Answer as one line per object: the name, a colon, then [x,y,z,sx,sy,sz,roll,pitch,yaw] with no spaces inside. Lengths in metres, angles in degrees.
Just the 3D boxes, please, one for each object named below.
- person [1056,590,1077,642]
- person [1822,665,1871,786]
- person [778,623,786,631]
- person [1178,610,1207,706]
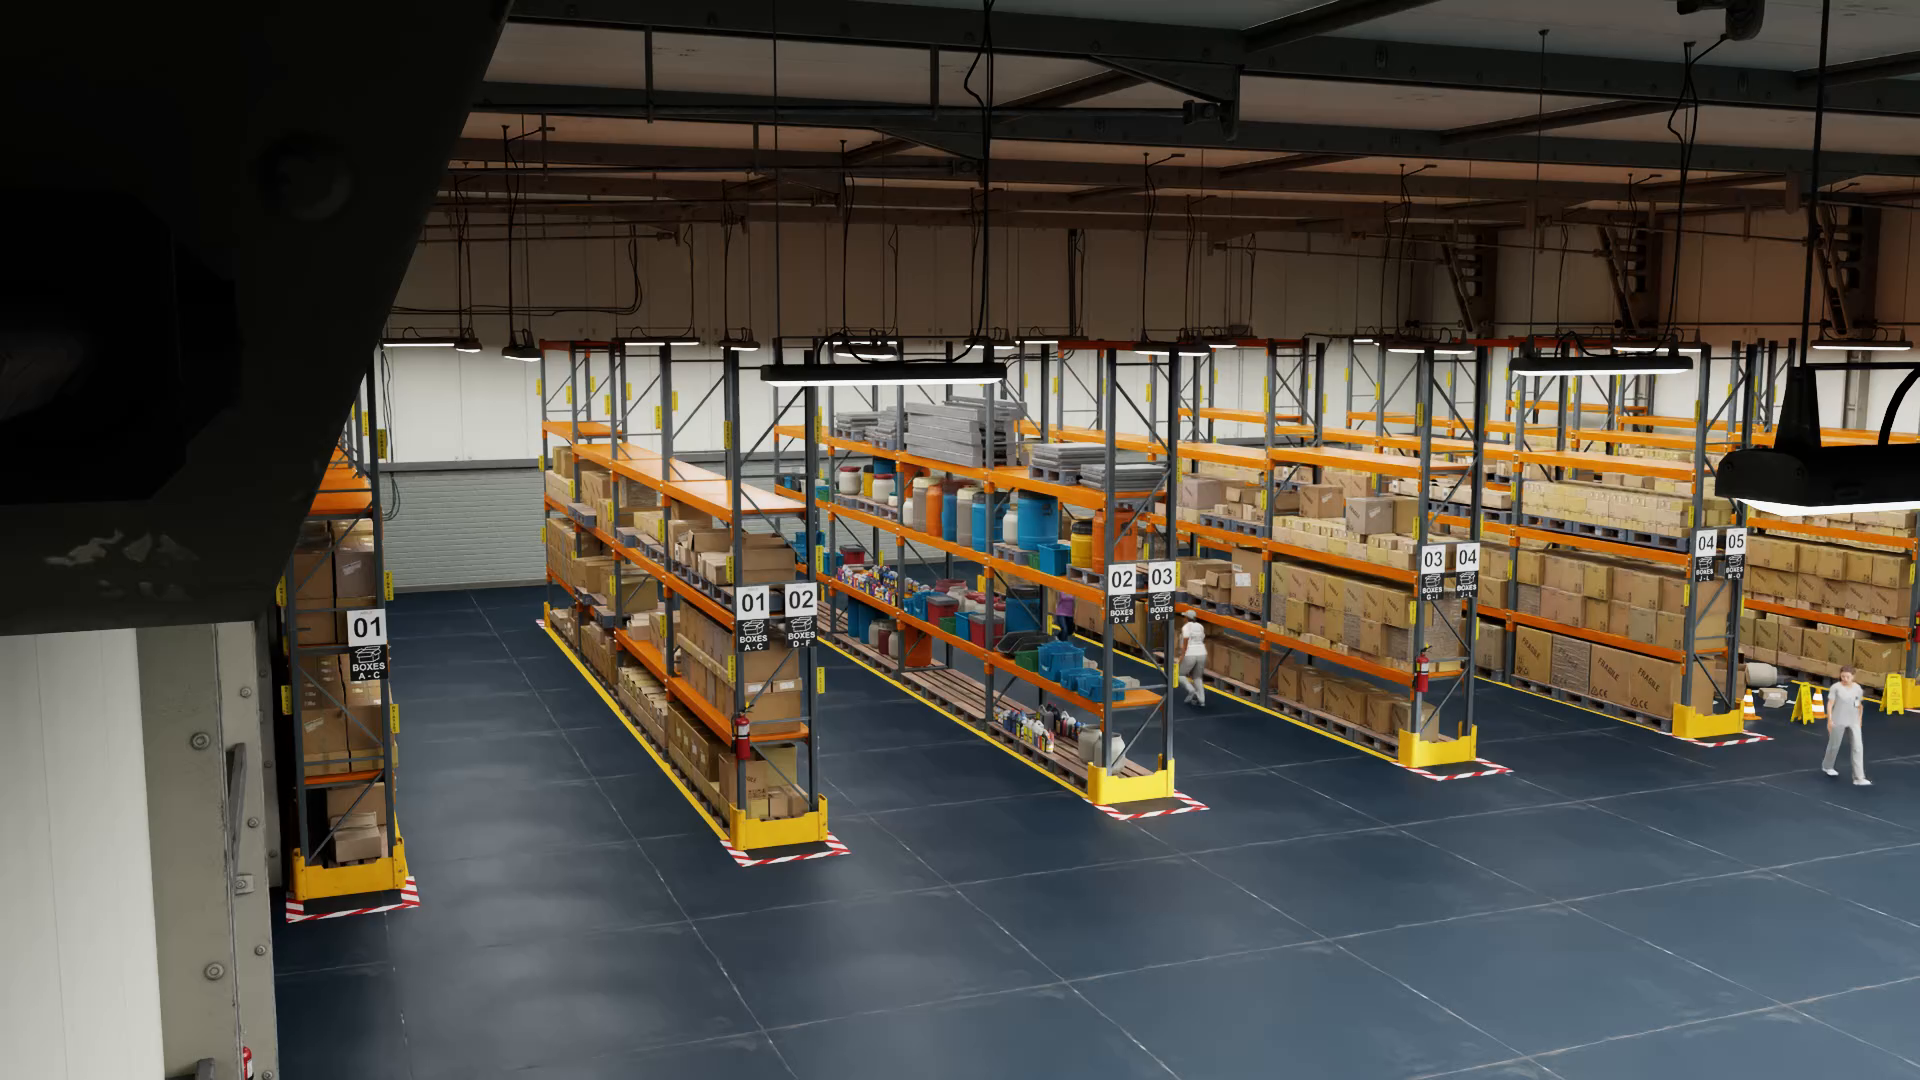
person: [1.995,1.426,31.757,0.416,1.548,0.768,-3,8,-24]
person: [12.259,2.535,23.009,0.497,1.641,0.896,2,8,12]
person: [-3.660,1.233,32.702,0.574,1.723,0.532,1,7,4]
person: [3.872,1.954,27.823,0.562,1.563,0.716,-3,8,-20]
